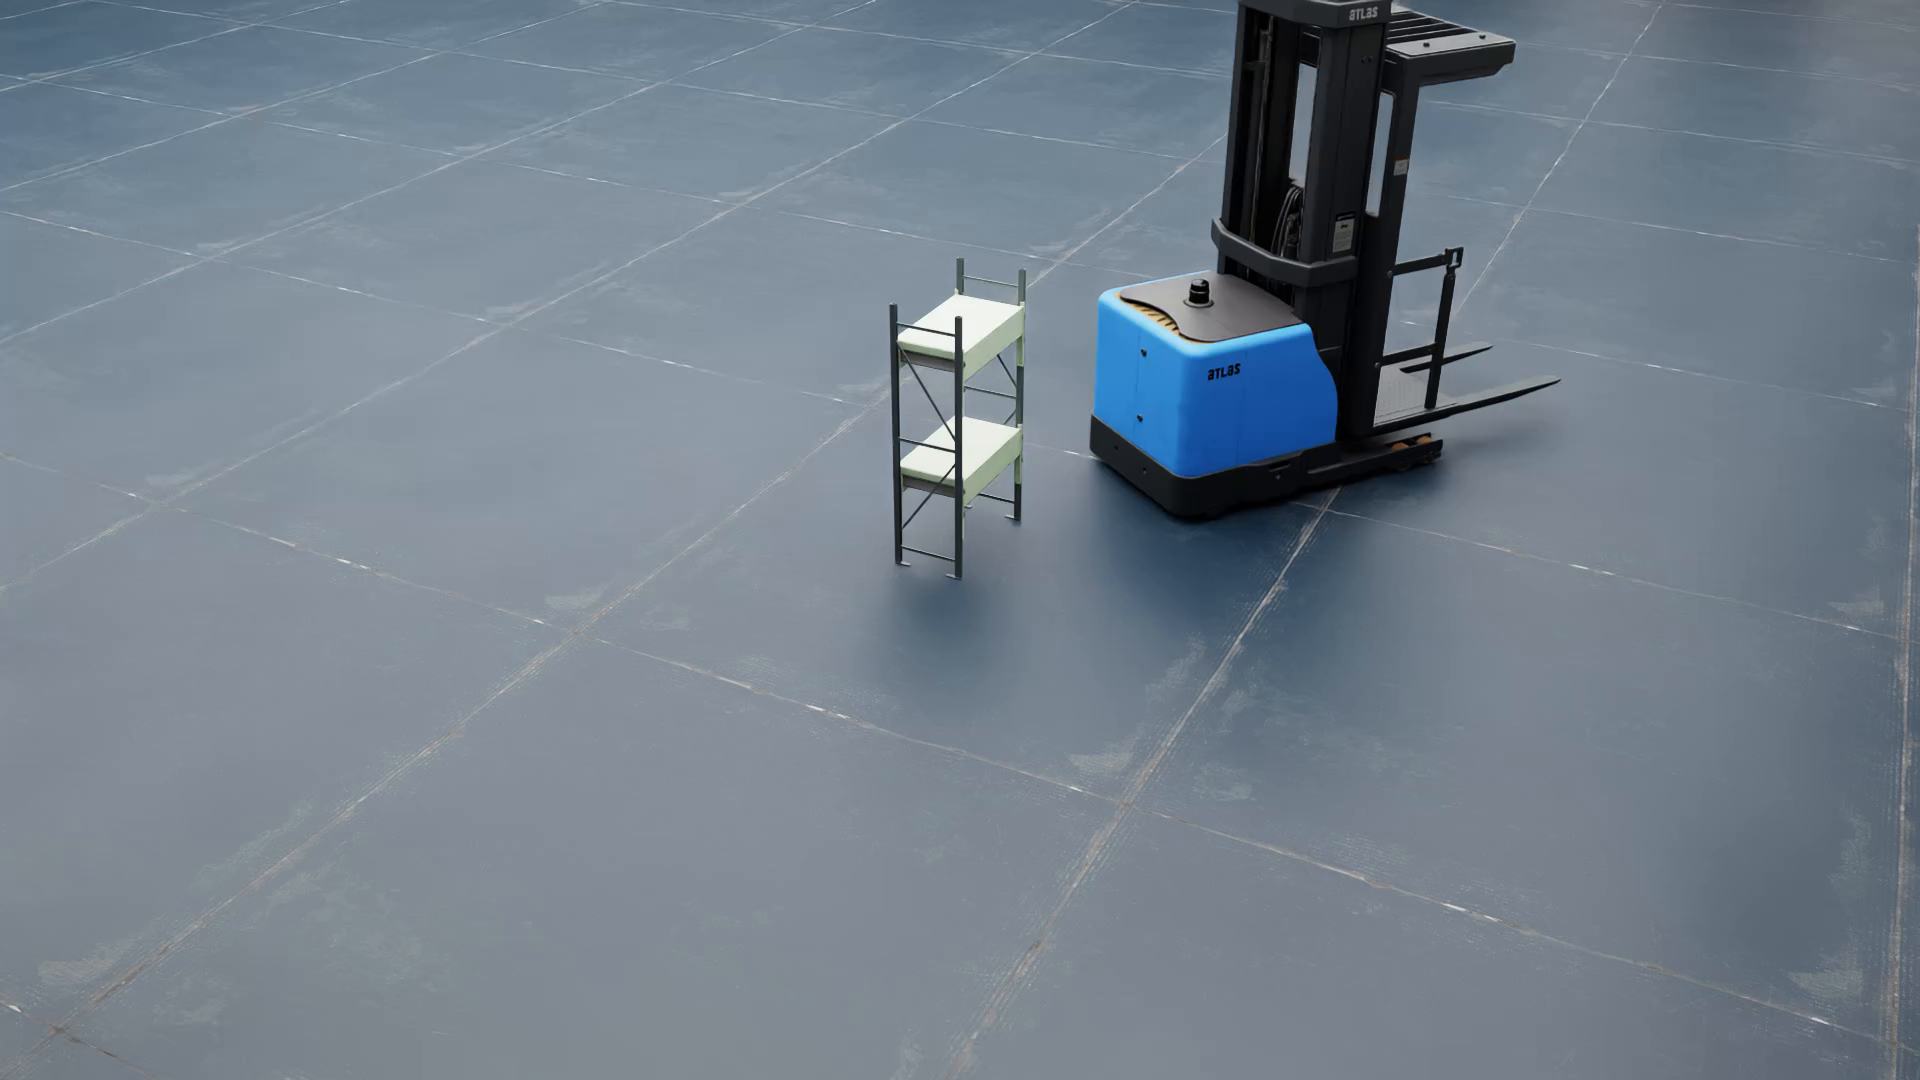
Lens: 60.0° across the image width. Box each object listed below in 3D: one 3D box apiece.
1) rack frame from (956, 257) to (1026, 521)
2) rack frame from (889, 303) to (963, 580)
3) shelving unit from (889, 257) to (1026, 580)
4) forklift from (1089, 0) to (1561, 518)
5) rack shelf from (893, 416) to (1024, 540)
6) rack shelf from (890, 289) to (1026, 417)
[{"bbox_3d":[0.164,-0.810,9.154,0.400,1.500,0.023,14,33,23],"label":"rack frame"},{"bbox_3d":[-0.170,-0.485,8.589,0.400,1.500,0.023,14,33,23],"label":"rack frame"},{"bbox_3d":[-0.003,-0.647,8.871,0.431,1.500,0.755,14,33,23],"label":"shelving unit"},{"bbox_3d":[2.333,-1.903,9.620,3.031,2.935,1.130,-14,33,-24],"label":"forklift"},{"bbox_3d":[-0.003,-0.365,9.034,0.431,0.370,0.720,14,33,23],"label":"rack shelf"},{"bbox_3d":[-0.003,-0.986,8.677,0.431,0.370,0.720,14,33,23],"label":"rack shelf"}]
